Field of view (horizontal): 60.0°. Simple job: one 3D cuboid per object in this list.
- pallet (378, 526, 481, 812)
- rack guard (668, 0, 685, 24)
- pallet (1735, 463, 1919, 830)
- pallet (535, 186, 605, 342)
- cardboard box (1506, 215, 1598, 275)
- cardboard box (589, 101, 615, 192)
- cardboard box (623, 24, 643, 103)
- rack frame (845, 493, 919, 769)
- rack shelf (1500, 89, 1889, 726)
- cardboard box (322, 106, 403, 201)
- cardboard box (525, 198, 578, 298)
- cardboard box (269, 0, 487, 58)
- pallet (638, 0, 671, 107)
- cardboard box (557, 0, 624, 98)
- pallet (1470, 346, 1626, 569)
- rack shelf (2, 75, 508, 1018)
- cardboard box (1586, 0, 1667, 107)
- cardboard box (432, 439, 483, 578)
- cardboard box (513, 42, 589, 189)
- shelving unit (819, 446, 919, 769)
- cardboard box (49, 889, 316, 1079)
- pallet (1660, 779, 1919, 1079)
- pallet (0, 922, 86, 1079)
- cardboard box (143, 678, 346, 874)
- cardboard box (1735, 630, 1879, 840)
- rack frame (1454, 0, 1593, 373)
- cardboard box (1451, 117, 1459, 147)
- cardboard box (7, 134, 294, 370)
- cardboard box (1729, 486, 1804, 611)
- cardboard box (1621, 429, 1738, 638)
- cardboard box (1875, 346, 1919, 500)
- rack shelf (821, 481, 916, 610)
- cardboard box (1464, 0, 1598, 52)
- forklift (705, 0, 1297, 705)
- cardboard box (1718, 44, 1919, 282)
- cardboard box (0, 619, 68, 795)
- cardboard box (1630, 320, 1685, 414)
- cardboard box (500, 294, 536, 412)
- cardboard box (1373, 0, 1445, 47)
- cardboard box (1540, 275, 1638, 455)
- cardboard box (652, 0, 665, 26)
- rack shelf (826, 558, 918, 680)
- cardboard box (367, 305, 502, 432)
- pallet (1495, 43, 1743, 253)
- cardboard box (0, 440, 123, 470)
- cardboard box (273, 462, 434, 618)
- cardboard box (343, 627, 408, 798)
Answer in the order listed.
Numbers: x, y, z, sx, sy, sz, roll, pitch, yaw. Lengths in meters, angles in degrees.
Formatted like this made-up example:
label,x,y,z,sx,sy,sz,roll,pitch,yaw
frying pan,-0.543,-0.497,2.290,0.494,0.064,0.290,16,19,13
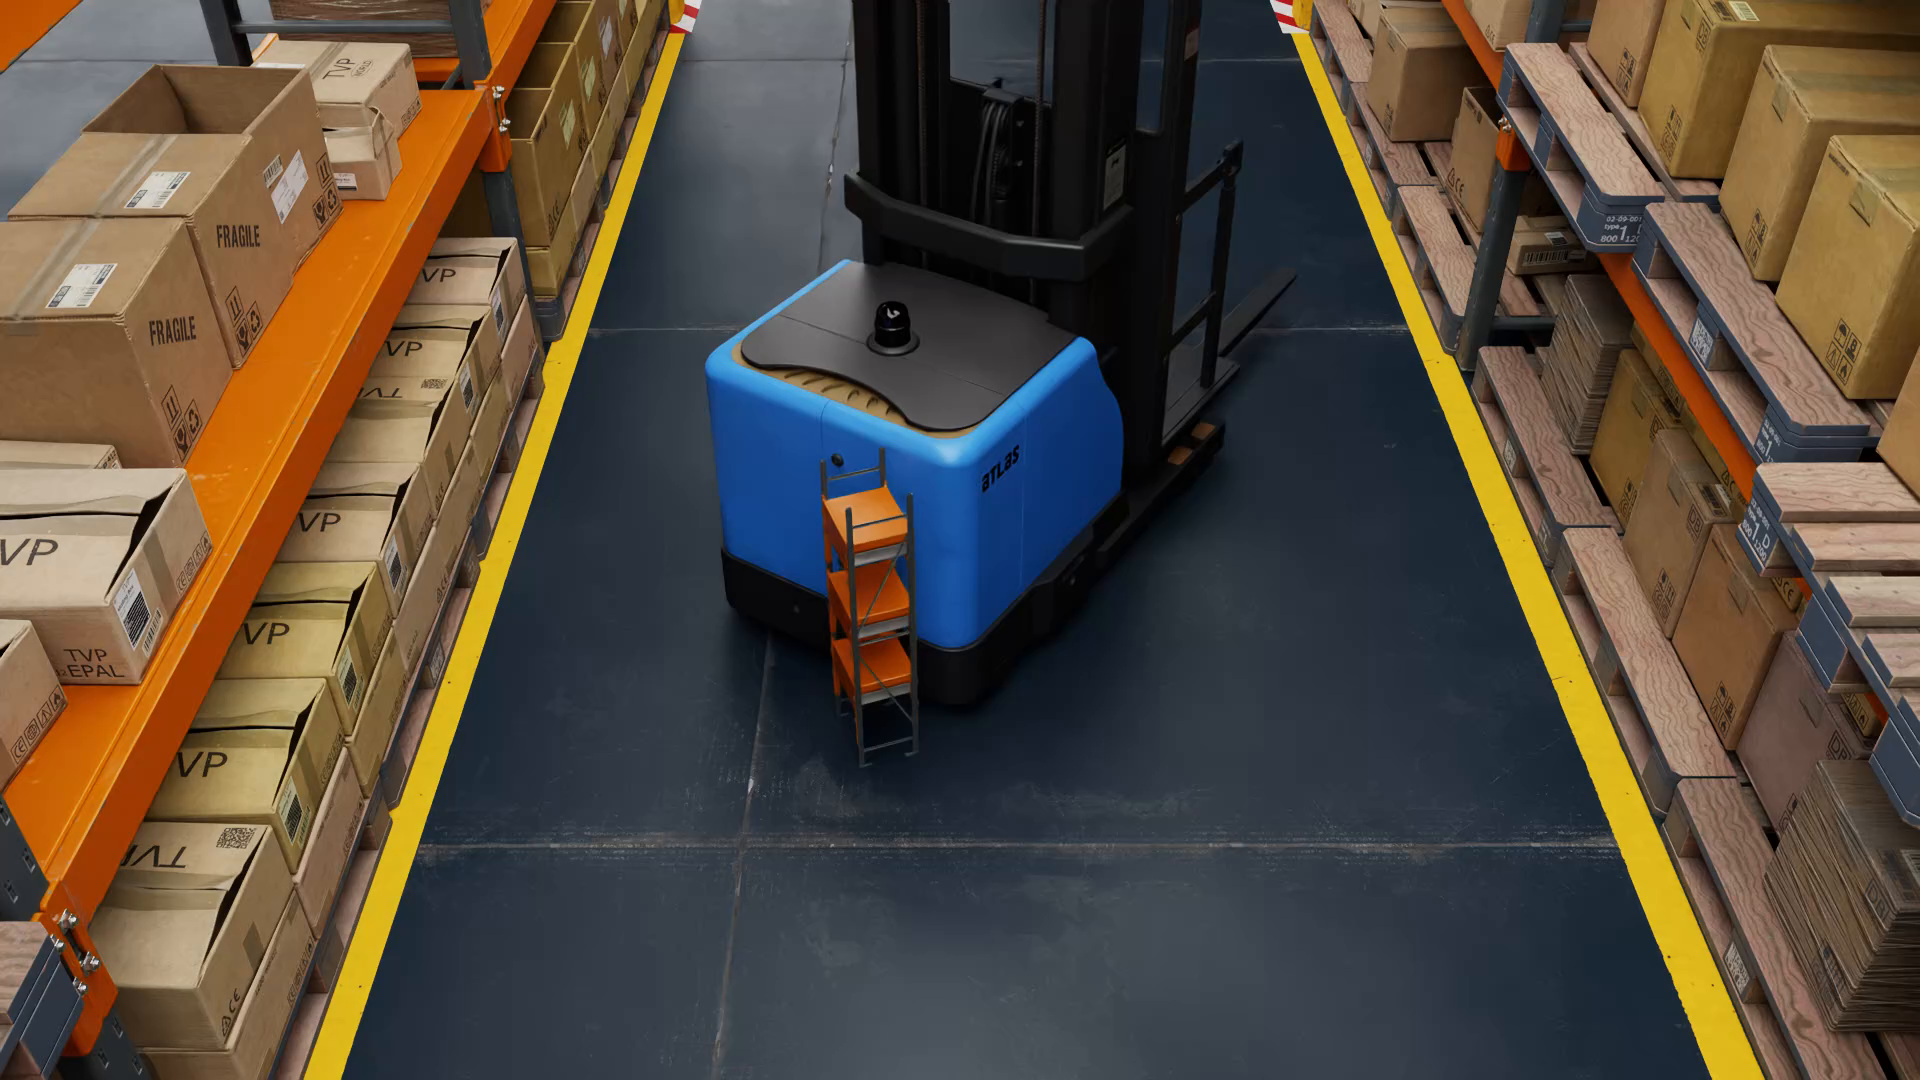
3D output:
label,x,y,z,sx,sy,sz,roll,pitch,yaw
pallet,-2.257,0.393,5.591,1.003,0.211,1.213,0,39,0
rack guard,-2.305,-3.462,10.170,1.175,0.500,0.348,0,39,0
pallet,2.550,0.204,3.750,1.213,0.211,1.003,0,39,0
pallet,-2.260,-1.330,7.741,1.003,0.211,1.213,0,39,0
cardboard box,2.622,-1.327,7.421,0.380,0.166,0.250,-5,39,-6
cardboard box,-1.989,-1.927,8.119,0.500,0.250,0.500,0,39,0
cardboard box,-1.994,-2.553,8.899,0.500,0.250,0.500,0,39,0
rack frame,-0.229,0.300,5.037,0.200,1.050,0.008,-13,41,-16
rack shelf,2.655,-0.395,4.920,1.077,0.370,4.000,0,39,0
cardboard box,-2.116,-1.319,5.604,0.396,0.266,0.258,-1,39,-1
cardboard box,-1.998,-1.302,7.339,0.500,0.250,0.500,0,39,0
cardboard box,-2.308,-2.237,6.563,0.700,0.500,0.500,-1,39,-1
pallet,-2.263,-2.856,9.645,1.003,0.211,1.213,0,39,0
cardboard box,-1.992,-2.532,8.275,0.500,0.500,0.500,0,39,0
pallet,2.655,-0.352,6.520,1.003,0.211,1.213,0,39,0
rack shelf,-2.298,-0.389,4.912,1.077,0.370,4.000,0,39,0
cardboard box,2.620,-1.819,5.689,0.700,0.500,0.500,0,39,0
cardboard box,-2.010,-0.116,5.859,0.500,0.250,0.500,1,39,1
cardboard box,-1.997,-1.907,7.494,0.500,0.500,0.500,0,39,0
shelving unit,-0.273,0.228,5.125,0.215,1.050,0.252,-13,41,-16
cardboard box,-2.003,1.162,4.264,0.500,0.250,0.500,0,39,0
pallet,2.658,1.174,4.616,1.003,0.211,1.213,0,39,0
pallet,-2.225,1.079,2.658,1.213,0.211,1.003,0,39,0
cardboard box,-2.012,0.615,4.499,0.500,0.311,0.500,-1,39,-1
cardboard box,2.720,0.606,4.742,0.700,0.500,0.500,0,39,0
rack frame,2.653,-1.927,6.255,1.000,3.000,0.127,0,39,0
cardboard box,2.671,-1.986,8.258,0.380,0.149,0.250,-3,39,-4
cardboard box,-2.315,-0.837,4.816,0.500,0.500,0.500,0,39,0
cardboard box,2.661,-0.042,4.952,0.500,0.250,0.500,0,39,0
cardboard box,2.681,-0.020,5.524,0.700,0.500,0.500,0,39,0
cardboard box,2.619,-0.279,3.768,0.700,0.500,0.500,-3,39,-4
rack shelf,-0.273,0.015,4.955,0.215,0.259,0.240,-13,41,-16
cardboard box,2.349,-2.172,6.665,0.500,0.250,0.500,0,39,0
forklift,0.396,-1.492,5.768,1.130,2.935,3.031,22,44,25
cardboard box,2.645,-1.058,4.740,0.700,0.500,0.500,5,39,6
cardboard box,-2.253,0.388,3.438,0.500,0.311,0.500,2,39,3
cardboard box,2.674,-0.680,5.747,0.500,0.250,0.500,-1,39,-1
cardboard box,-2.010,-0.752,6.653,0.500,0.250,0.500,0,39,0
cardboard box,2.560,-2.761,9.095,0.500,0.311,0.500,3,39,4
cardboard box,2.670,-0.663,6.325,0.700,0.500,0.500,1,39,1
cardboard box,-2.009,-3.178,9.680,0.500,0.250,0.500,0,39,0
rack shelf,-0.273,0.237,5.132,0.215,0.259,0.240,-13,41,-16
cardboard box,-2.007,-0.652,6.079,0.500,0.311,0.500,1,39,1
pallet,2.508,-1.374,5.719,1.003,0.211,1.213,0,39,0
cardboard box,-2.354,-0.119,4.200,0.380,0.149,0.250,3,39,3
cardboard box,-2.012,-0.026,5.298,0.500,0.311,0.500,0,39,-1
cardboard box,-2.011,0.523,5.062,0.500,0.250,0.500,-1,39,-1
